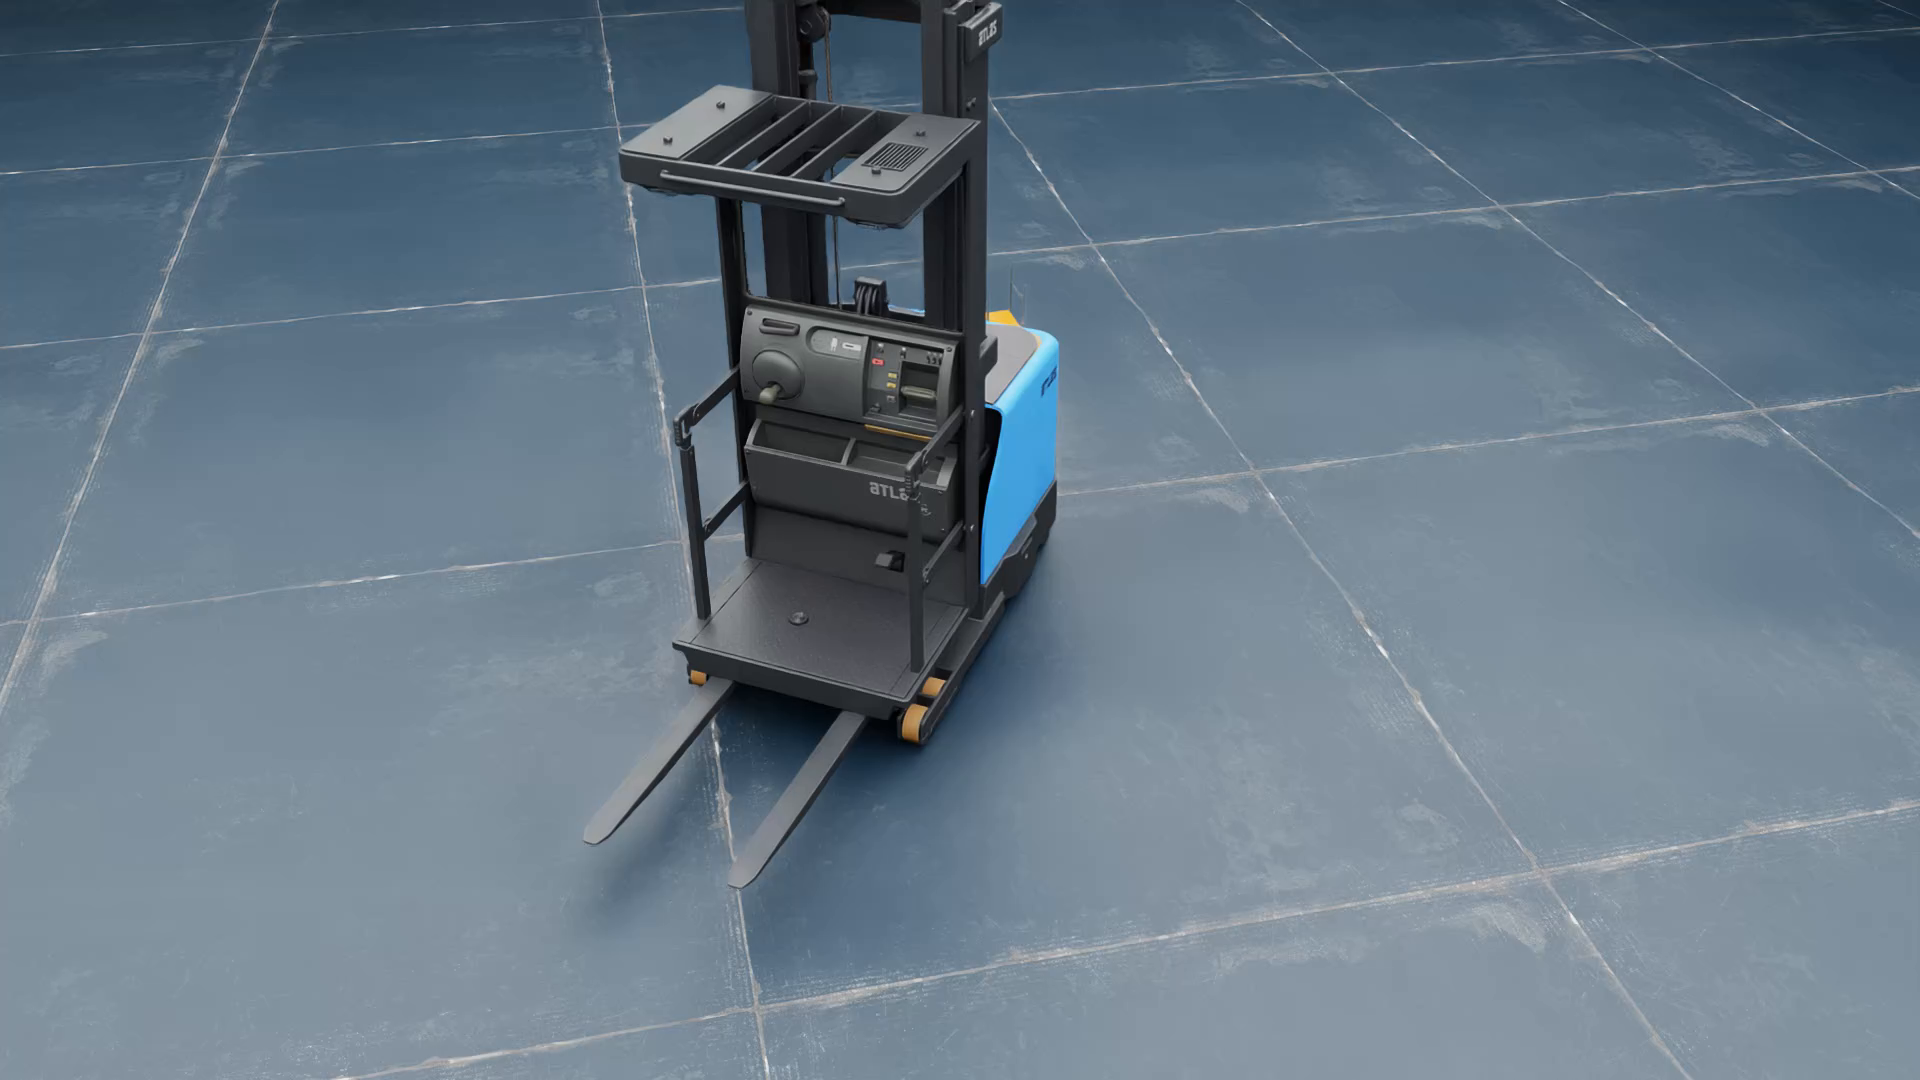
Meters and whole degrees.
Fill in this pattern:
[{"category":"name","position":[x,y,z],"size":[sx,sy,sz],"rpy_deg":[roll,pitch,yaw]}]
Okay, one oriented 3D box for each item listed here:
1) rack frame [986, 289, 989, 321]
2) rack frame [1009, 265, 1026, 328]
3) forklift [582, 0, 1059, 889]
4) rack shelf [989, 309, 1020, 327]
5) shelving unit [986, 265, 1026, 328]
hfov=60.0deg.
[{"category":"rack frame","position":[0.102,-0.747,8.286],"size":[0.006,1.200,0.240],"rpy_deg":[-9,35,-13]},{"category":"rack frame","position":[0.278,-0.775,8.328],"size":[0.006,1.200,0.240],"rpy_deg":[-9,35,-13]},{"category":"forklift","position":[-0.538,-0.629,6.558],"size":[1.130,2.935,3.031],"rpy_deg":[12,36,18]},{"category":"rack shelf","position":[0.190,-1.023,8.131],"size":[0.180,0.103,0.258],"rpy_deg":[-9,35,-13]},{"category":"shelving unit","position":[0.190,-0.761,8.307],"size":[0.189,1.200,0.258],"rpy_deg":[-9,35,-13]}]
